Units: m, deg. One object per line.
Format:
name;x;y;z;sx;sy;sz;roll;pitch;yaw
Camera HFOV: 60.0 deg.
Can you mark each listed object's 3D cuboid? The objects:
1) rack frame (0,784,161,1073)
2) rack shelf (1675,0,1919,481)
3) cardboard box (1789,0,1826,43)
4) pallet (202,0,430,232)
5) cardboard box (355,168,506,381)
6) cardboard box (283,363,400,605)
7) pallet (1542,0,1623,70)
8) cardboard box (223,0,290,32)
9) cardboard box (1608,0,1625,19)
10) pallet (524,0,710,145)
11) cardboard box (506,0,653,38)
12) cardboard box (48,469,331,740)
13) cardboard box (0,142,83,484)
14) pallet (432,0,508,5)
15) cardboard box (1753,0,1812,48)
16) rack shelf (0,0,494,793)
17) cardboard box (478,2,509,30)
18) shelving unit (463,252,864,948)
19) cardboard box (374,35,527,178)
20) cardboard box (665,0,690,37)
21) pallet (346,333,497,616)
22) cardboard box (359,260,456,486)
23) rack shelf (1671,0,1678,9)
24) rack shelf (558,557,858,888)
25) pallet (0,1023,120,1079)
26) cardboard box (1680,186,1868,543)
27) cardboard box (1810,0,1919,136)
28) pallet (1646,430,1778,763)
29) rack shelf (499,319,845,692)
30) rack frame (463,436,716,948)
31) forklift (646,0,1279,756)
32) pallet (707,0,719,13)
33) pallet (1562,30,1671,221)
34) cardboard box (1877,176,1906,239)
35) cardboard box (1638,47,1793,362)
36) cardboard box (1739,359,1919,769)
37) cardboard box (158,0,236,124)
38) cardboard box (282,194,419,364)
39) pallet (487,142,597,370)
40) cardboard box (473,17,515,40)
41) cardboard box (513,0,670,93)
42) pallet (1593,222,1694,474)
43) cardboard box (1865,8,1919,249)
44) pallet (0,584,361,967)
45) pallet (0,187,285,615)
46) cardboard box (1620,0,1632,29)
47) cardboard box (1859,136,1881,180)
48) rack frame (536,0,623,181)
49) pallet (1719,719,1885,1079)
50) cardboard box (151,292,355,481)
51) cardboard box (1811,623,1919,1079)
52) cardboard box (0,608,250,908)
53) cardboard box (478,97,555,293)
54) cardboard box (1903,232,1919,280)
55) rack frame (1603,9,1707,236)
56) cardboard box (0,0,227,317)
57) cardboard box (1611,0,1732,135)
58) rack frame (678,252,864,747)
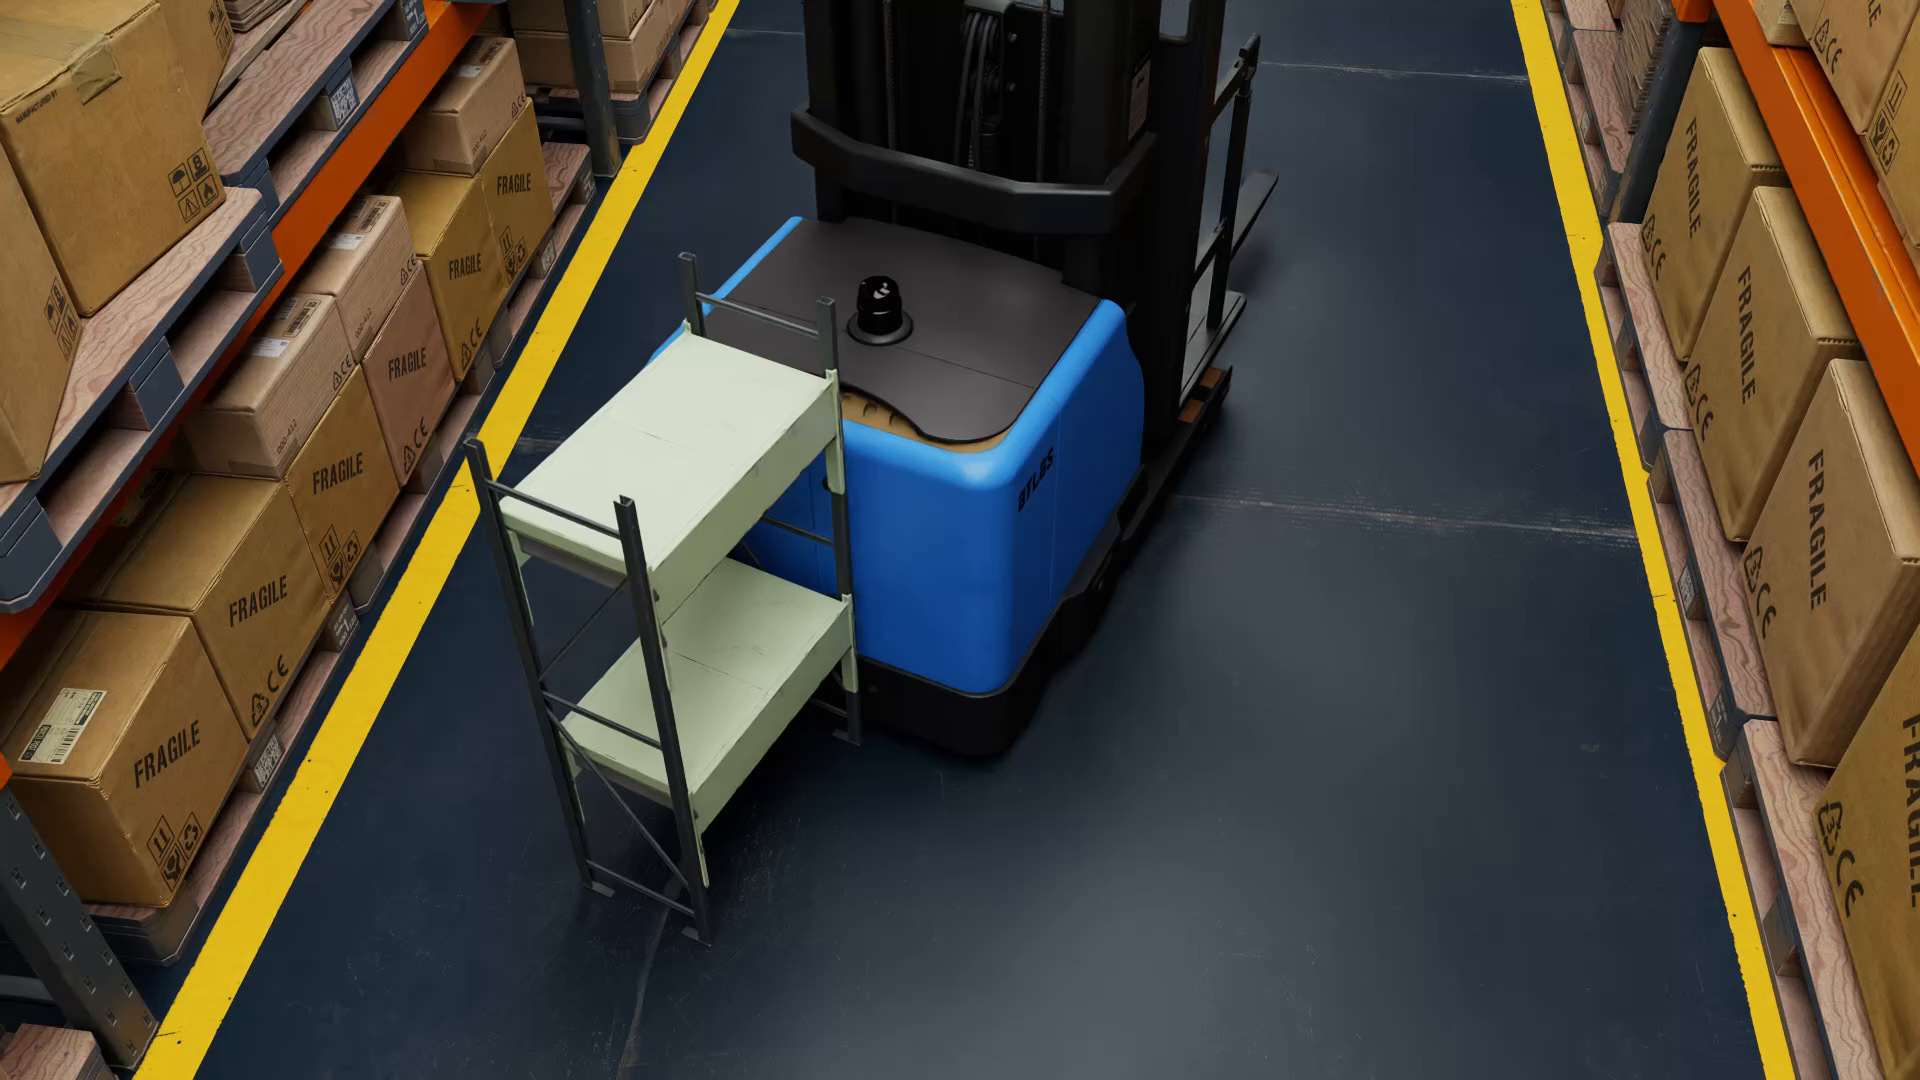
rack frame;-2.432;0.079;2.985;1.000;3.000;0.127;5;44;6
rack shelf;2.743;-0.575;4.199;1.077;0.370;4.000;5;44;6
cardboard box;2.612;-1.687;4.546;0.500;0.500;0.500;7;44;7
pallet;-2.155;-1.252;4.530;1.003;0.211;1.213;5;44;6
cardboard box;-1.863;-0.888;5.504;0.500;0.500;0.500;4;44;4
cardboard box;-1.993;-0.185;4.762;0.500;0.500;0.500;6;44;6
pallet;3.276;-2.548;7.788;1.003;0.211;1.213;5;44;6
cardboard box;-2.185;-1.790;4.581;0.700;0.500;0.500;13;45;13
cardboard box;3.272;-2.628;7.342;0.700;0.500;0.500;5;44;5
pallet;-1.755;-2.192;7.411;1.003;0.211;1.213;5;44;6
cardboard box;-1.542;-2.335;6.821;0.500;0.311;0.500;7;44;7
cardboard box;-2.067;0.155;4.403;0.500;0.500;0.500;6;44;6
cardboard box;-2.147;-0.412;3.126;0.700;0.500;0.500;-8;44;-9
pallet;-1.923;-2.109;5.435;1.213;0.211;1.003;5;44;6
cardboard box;2.574;-1.568;4.892;0.380;0.149;0.250;6;44;7
rack shelf;-2.167;-1.023;4.672;1.077;0.370;4.000;5;44;6
cardboard box;-2.078;-2.384;6.873;0.500;0.311;0.500;6;44;7
shelving unit;-0.624;0.186;3.961;0.431;1.500;0.755;20;47;20
cardboard box;-1.797;-1.474;5.578;0.500;0.250;0.500;7;44;7
cardboard box;-1.477;-2.474;7.376;0.500;0.250;0.500;4;44;4
pallet;-2.203;-0.300;5.413;1.003;0.211;1.213;5;44;6
cardboard box;-1.926;-0.529;5.126;0.500;0.500;0.500;4;44;4
rack shelf;3.272;-3.301;7.078;1.077;0.370;4.000;5;44;6
rack shelf;-0.624;0.422;4.185;0.431;0.370;0.720;20;47;20
pallet;-2.523;1.560;3.449;1.003;0.211;1.213;5;44;6
cardboard box;2.658;-0.486;4.839;0.750;0.750;0.750;5;44;5
cardboard box;2.545;-1.349;4.189;0.500;0.500;0.500;5;44;5
pallet;2.665;0.173;4.914;1.003;0.211;1.213;5;44;6
rack shelf;-0.625;-0.096;3.692;0.431;0.370;0.720;20;47;20
rack frame;-0.797;0.409;3.727;0.400;1.500;0.023;20;47;20
forklift;0.277;-1.495;4.697;1.130;2.935;3.031;18;46;18
pallet;-1.592;-3.021;8.287;1.003;0.211;1.213;5;44;6
pallet;3.113;-1.719;6.912;1.003;0.211;1.213;5;44;6
cardboard box;2.543;-0.866;4.151;0.380;0.149;0.250;5;44;6
cardboard box;2.781;-1.082;5.469;0.750;0.750;0.750;5;44;5
cardboard box;2.551;0.094;4.227;0.750;0.750;0.750;6;44;7
cardboard box;-2.259;-1.319;4.084;0.700;0.500;0.500;-5;44;-5
cardboard box;-1.928;-0.776;4.841;0.500;0.250;0.500;4;44;5
pallet;-2.039;-1.129;6.289;1.003;0.211;1.213;5;44;6
cardboard box;-2.075;-2.182;7.067;0.500;0.250;0.500;6;44;7
cardboard box;-1.542;-2.131;7.014;0.500;0.250;0.500;5;44;5
pallet;2.829;-0.656;5.790;1.003;0.211;1.213;5;44;6
cardboard box;2.484;-0.993;3.814;0.500;0.500;0.500;6;44;7
pallet;-2.362;0.534;4.533;1.003;0.211;1.213;5;44;6
pallet;-2.218;-0.386;3.616;1.003;0.211;1.213;5;44;6
cardboard box;3.235;-2.287;6.982;0.700;0.500;0.500;5;44;5
cardboard box;2.592;-1.033;4.327;0.380;0.149;0.250;6;44;6
rack frame;-1.903;-2.647;5.864;1.000;3.000;0.127;5;44;6
pallet;2.506;1.007;4.033;1.003;0.211;1.213;5;44;6
cardboard box;-1.994;-0.434;4.480;0.500;0.250;0.500;5;44;6
cardboard box;2.436;0.700;3.587;0.750;0.750;0.750;6;44;6
cardboard box;-2.126;0.519;4.018;0.500;0.500;0.500;3;44;4
cardboard box;-1.794;-1.240;5.876;0.500;0.500;0.500;7;44;7
cardboard box;2.501;-0.687;3.962;0.380;0.149;0.250;7;44;7
rack frame;3.008;-2.199;5.391;1.000;3.000;0.127;5;44;6
cardboard box;-2.119;-0.887;3.627;0.700;0.500;0.500;12;45;12
cardboard box;3.051;-1.947;6.622;0.700;0.500;0.500;6;44;6
rack frame;-0.452;-0.037;4.194;0.400;1.500;0.023;20;47;20
